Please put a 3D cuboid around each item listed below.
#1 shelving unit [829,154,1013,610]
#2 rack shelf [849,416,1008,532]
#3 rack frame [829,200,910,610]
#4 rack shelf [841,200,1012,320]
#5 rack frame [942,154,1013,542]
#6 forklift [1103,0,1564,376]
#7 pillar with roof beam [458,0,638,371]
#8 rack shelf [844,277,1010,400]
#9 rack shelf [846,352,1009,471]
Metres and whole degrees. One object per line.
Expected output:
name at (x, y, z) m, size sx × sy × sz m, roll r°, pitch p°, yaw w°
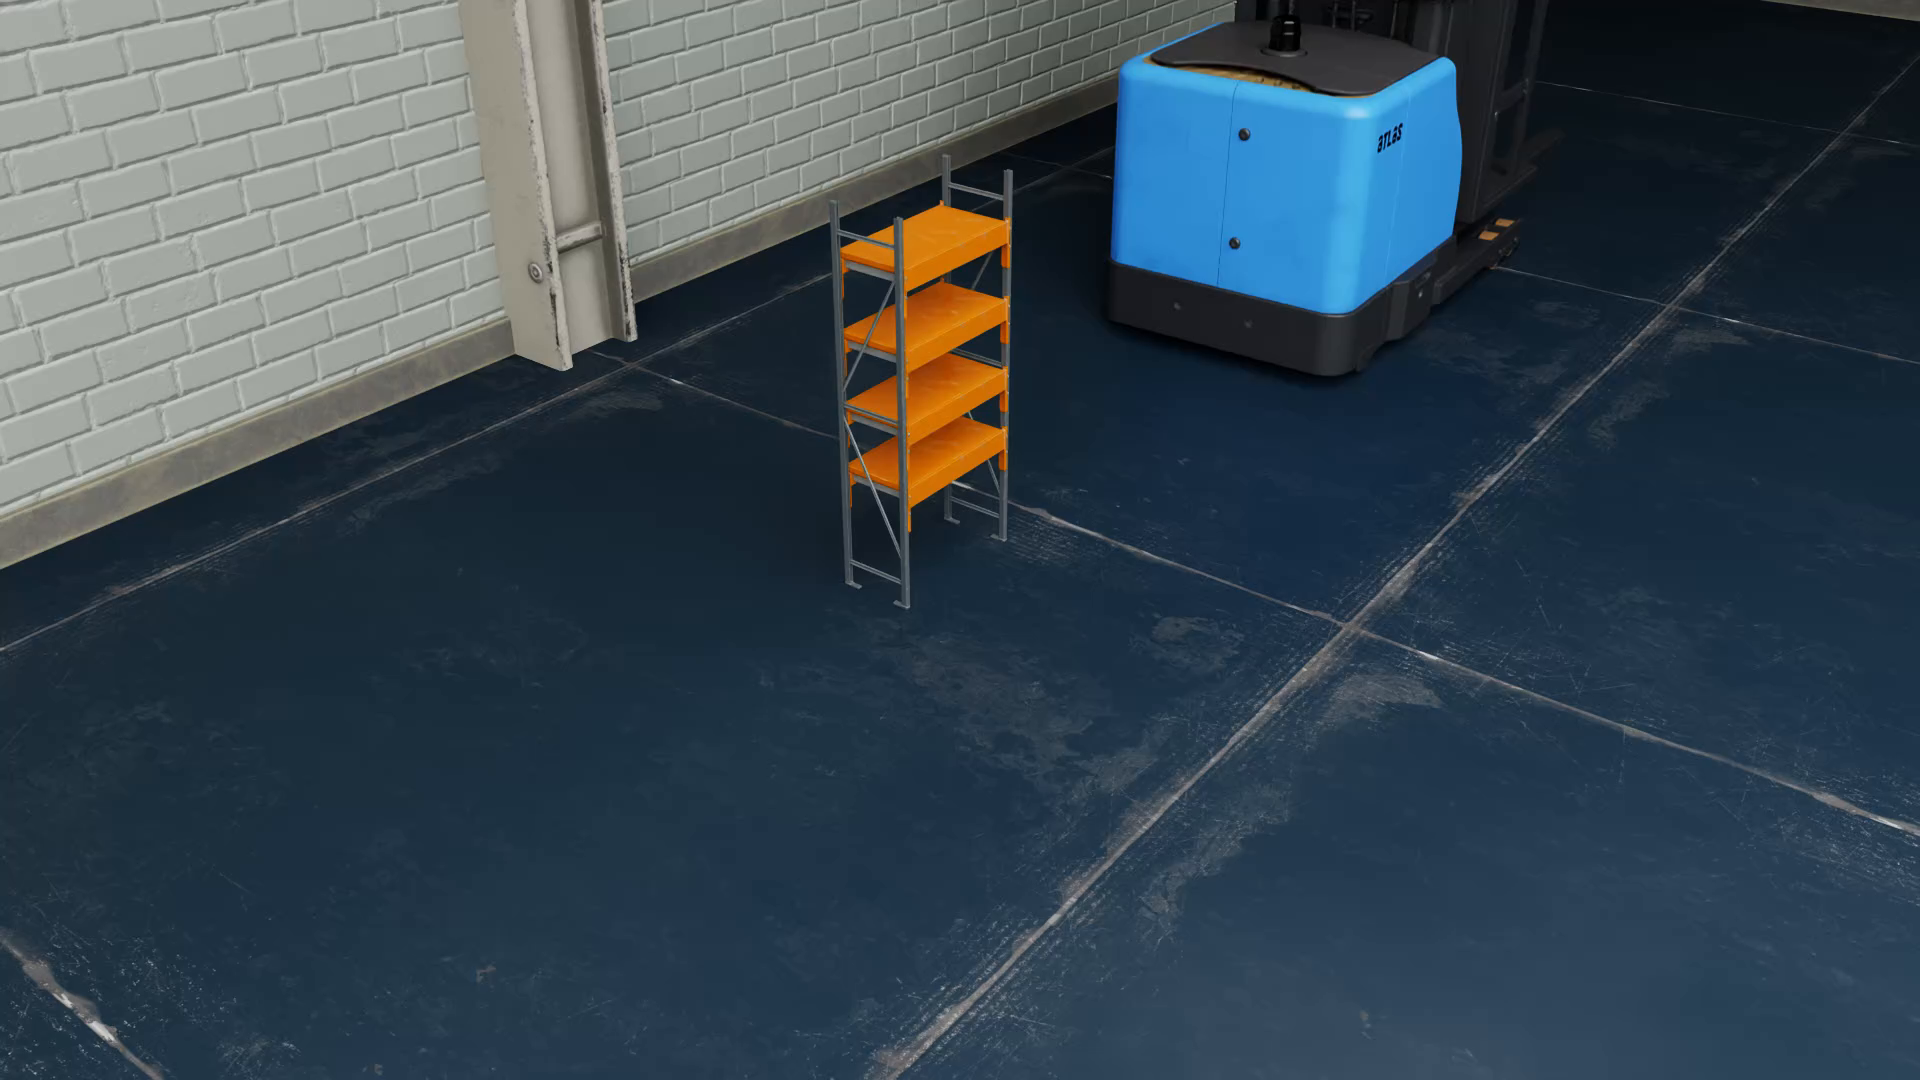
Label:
shelving unit at (-0.100, -0.449, 4.831) m, size 0.258 × 1.200 × 0.503 m, roll 21°, pitch 37°, yaw 31°
rack shelf at (-0.100, -0.220, 4.966) m, size 0.258 × 0.148 × 0.480 m, roll 21°, pitch 37°, yaw 31°
rack frame at (-0.247, -0.350, 4.663) m, size 0.240 × 1.200 × 0.015 m, roll 21°, pitch 37°, yaw 31°
rack shelf at (-0.100, -0.787, 4.630) m, size 0.258 × 0.148 × 0.480 m, roll 21°, pitch 37°, yaw 31°
rack frame at (0.047, -0.548, 4.998) m, size 0.240 × 1.200 × 0.015 m, roll 21°, pitch 37°, yaw 31°
forklift at (1.835, -2.564, 6.702) m, size 1.130 × 2.935 × 3.031 m, roll 20°, pitch 36°, yaw 30°
pillar with roof beam at (1.915, -3.316, 2.019) m, size 9.100 × 9.000 × 0.400 m, roll 21°, pitch 37°, yaw 31°
rack shelf at (-0.100, -0.583, 4.751) m, size 0.258 × 0.148 × 0.480 m, roll 21°, pitch 37°, yaw 31°
rack shelf at (-0.100, -0.391, 4.865) m, size 0.258 × 0.148 × 0.480 m, roll 21°, pitch 37°, yaw 31°
